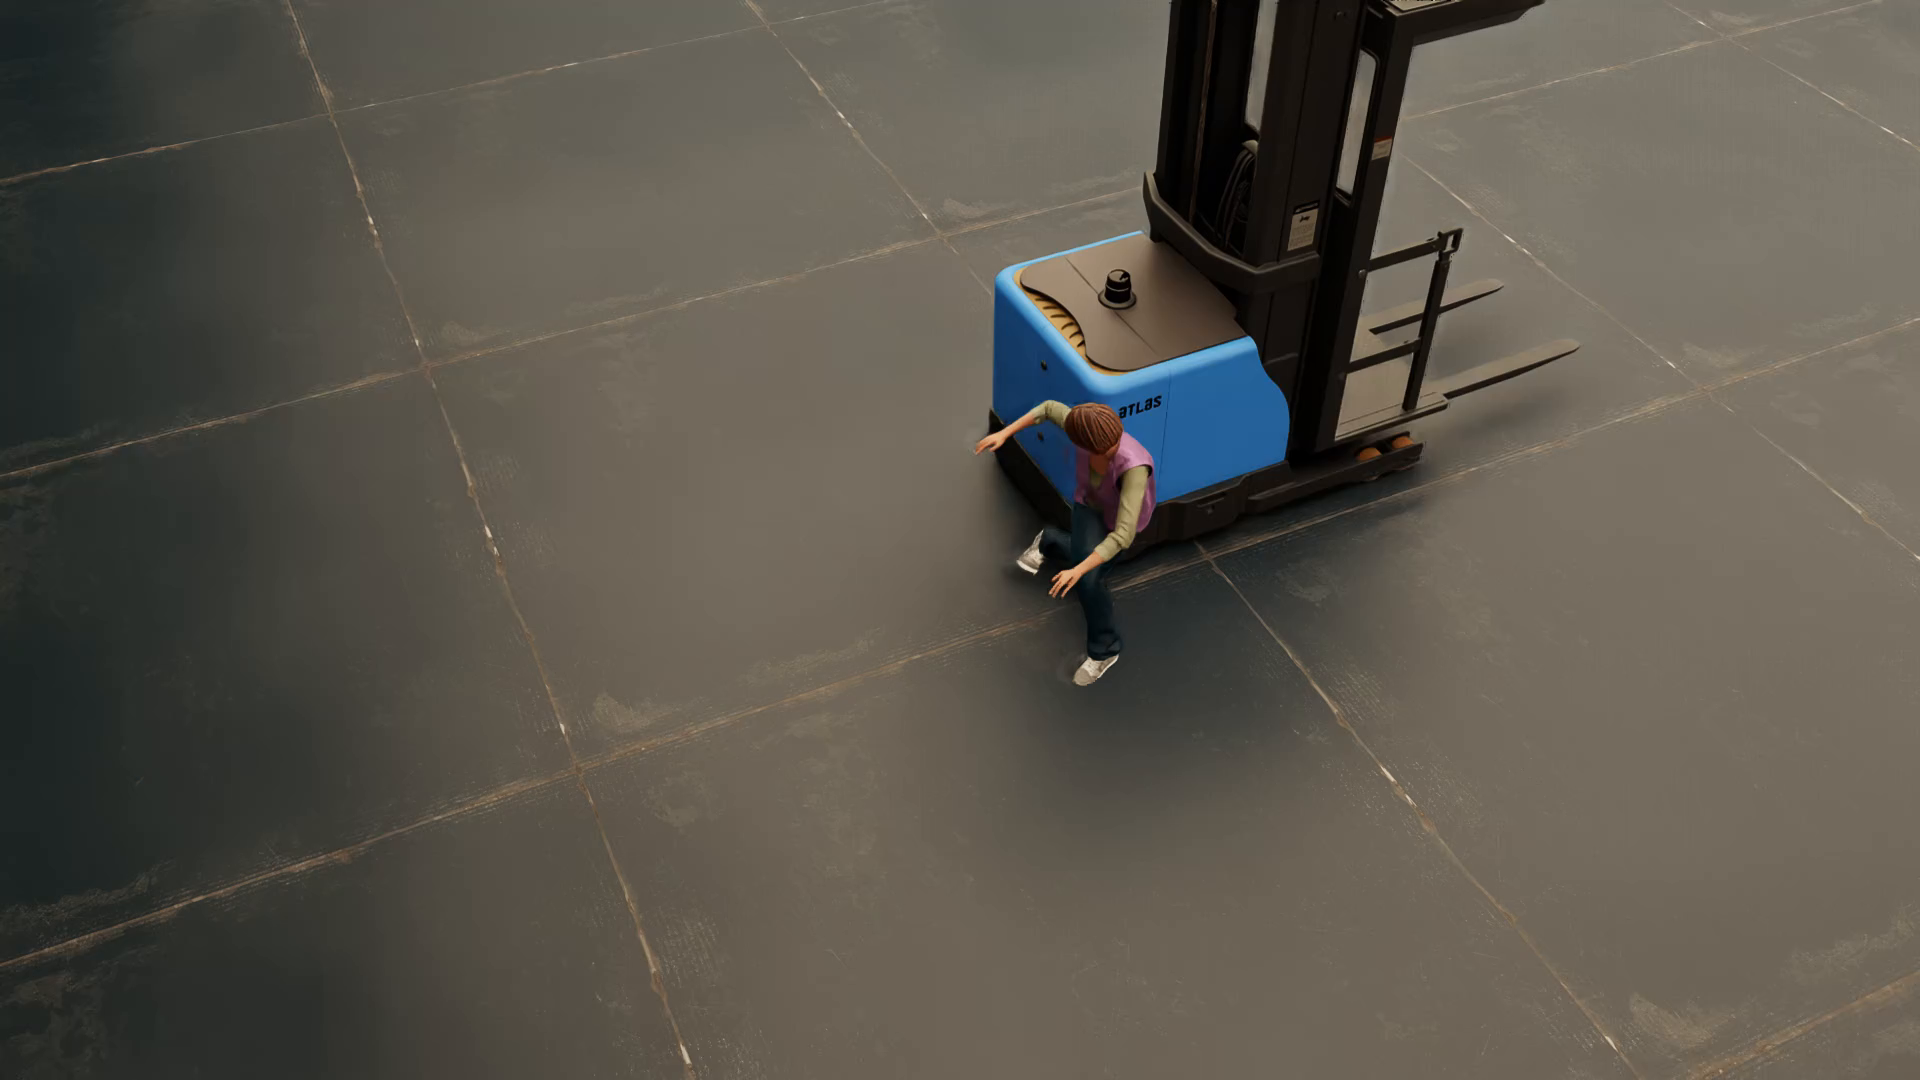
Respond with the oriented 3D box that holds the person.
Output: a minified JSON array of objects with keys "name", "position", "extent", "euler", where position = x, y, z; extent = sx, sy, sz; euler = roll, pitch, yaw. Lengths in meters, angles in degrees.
[{"name":"person","position":[0.400,-0.045,6.900],"extent":[0.758,1.396,1.034],"euler":[13,45,14]}]

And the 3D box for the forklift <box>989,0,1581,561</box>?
[{"name":"forklift","position":[1.699,-1.664,7.463],"extent":[3.031,2.935,1.130],"euler":[-18,46,-19]}]
